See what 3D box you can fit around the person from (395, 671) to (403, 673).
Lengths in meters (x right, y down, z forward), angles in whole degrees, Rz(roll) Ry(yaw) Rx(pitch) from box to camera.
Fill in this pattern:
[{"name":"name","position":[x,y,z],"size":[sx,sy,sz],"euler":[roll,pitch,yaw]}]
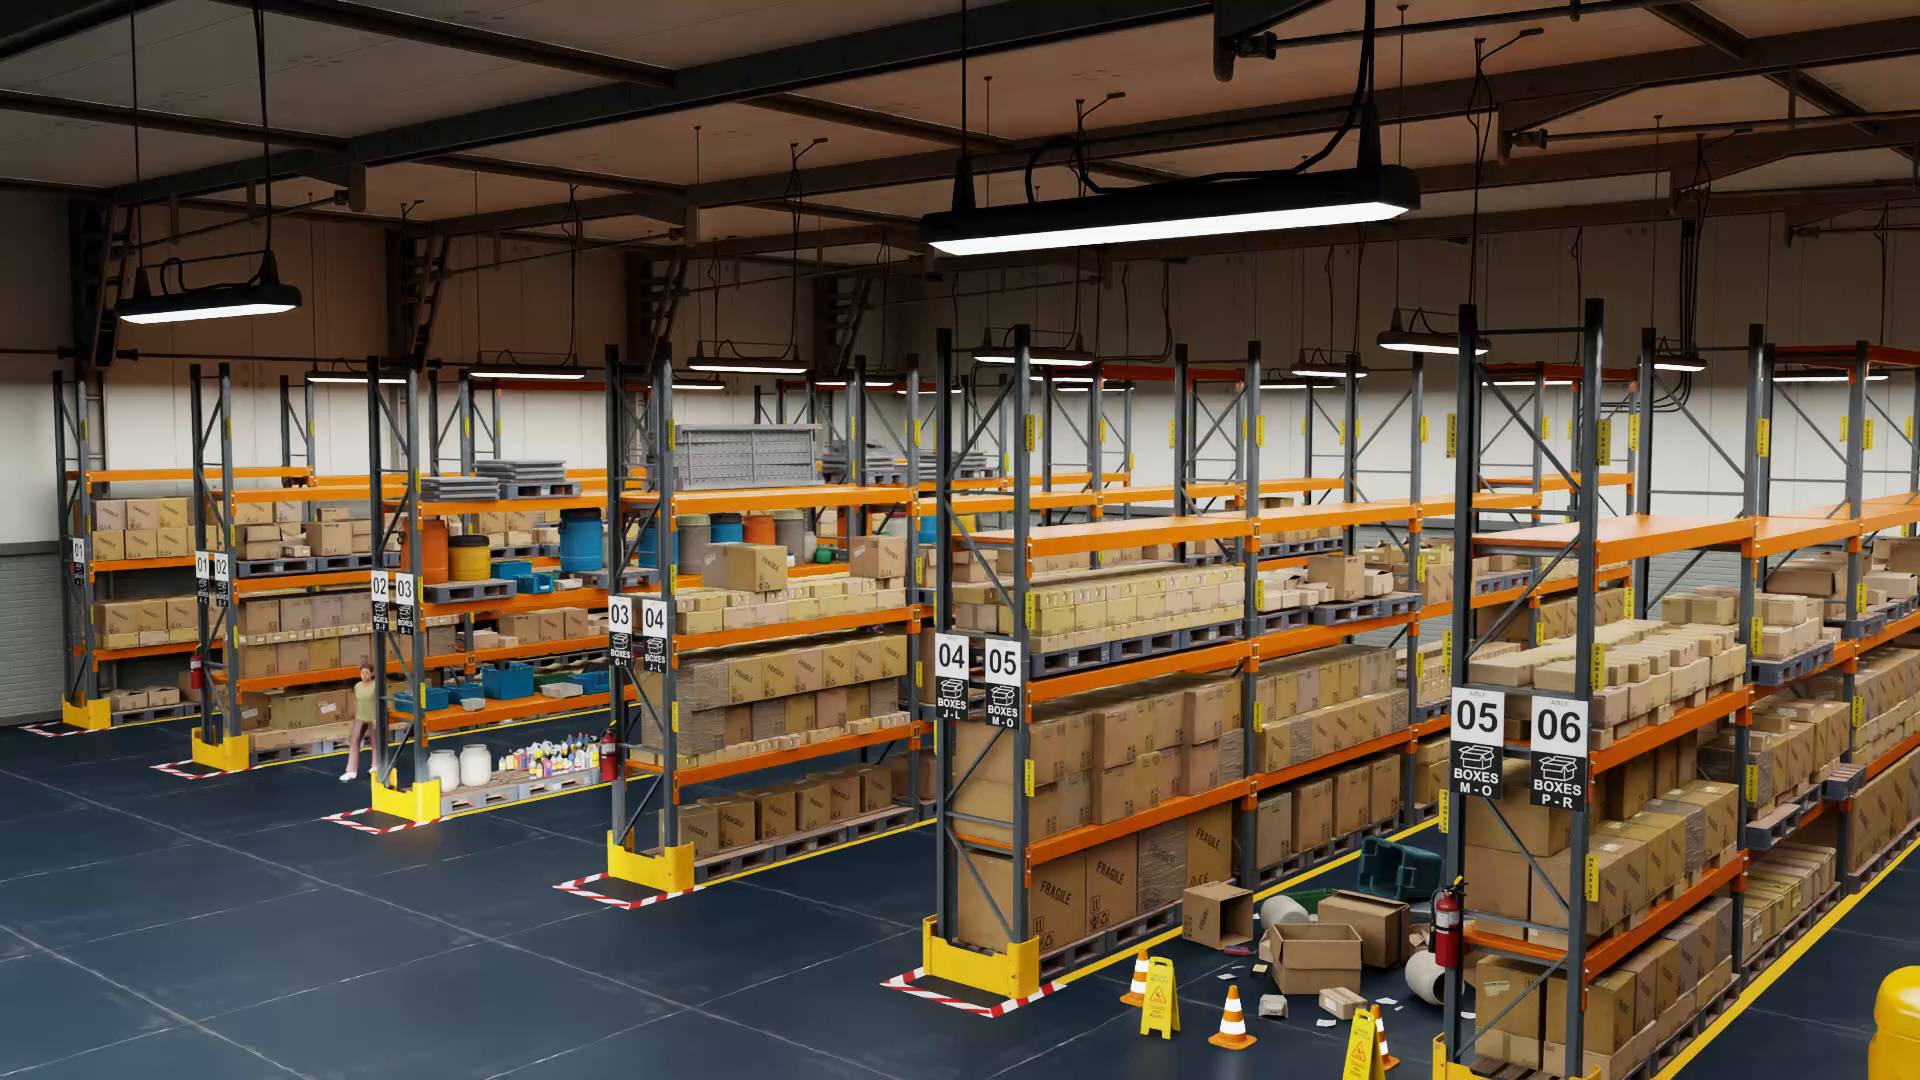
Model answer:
[{"name":"person","position":[-10.053,2.121,30.261],"size":[0.593,1.817,0.732],"euler":[1,4,15]}]

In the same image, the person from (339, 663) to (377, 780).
[{"name":"person","position":[-8.574,2.598,23.970],"size":[0.512,1.628,0.934],"euler":[0,4,-3]}]
